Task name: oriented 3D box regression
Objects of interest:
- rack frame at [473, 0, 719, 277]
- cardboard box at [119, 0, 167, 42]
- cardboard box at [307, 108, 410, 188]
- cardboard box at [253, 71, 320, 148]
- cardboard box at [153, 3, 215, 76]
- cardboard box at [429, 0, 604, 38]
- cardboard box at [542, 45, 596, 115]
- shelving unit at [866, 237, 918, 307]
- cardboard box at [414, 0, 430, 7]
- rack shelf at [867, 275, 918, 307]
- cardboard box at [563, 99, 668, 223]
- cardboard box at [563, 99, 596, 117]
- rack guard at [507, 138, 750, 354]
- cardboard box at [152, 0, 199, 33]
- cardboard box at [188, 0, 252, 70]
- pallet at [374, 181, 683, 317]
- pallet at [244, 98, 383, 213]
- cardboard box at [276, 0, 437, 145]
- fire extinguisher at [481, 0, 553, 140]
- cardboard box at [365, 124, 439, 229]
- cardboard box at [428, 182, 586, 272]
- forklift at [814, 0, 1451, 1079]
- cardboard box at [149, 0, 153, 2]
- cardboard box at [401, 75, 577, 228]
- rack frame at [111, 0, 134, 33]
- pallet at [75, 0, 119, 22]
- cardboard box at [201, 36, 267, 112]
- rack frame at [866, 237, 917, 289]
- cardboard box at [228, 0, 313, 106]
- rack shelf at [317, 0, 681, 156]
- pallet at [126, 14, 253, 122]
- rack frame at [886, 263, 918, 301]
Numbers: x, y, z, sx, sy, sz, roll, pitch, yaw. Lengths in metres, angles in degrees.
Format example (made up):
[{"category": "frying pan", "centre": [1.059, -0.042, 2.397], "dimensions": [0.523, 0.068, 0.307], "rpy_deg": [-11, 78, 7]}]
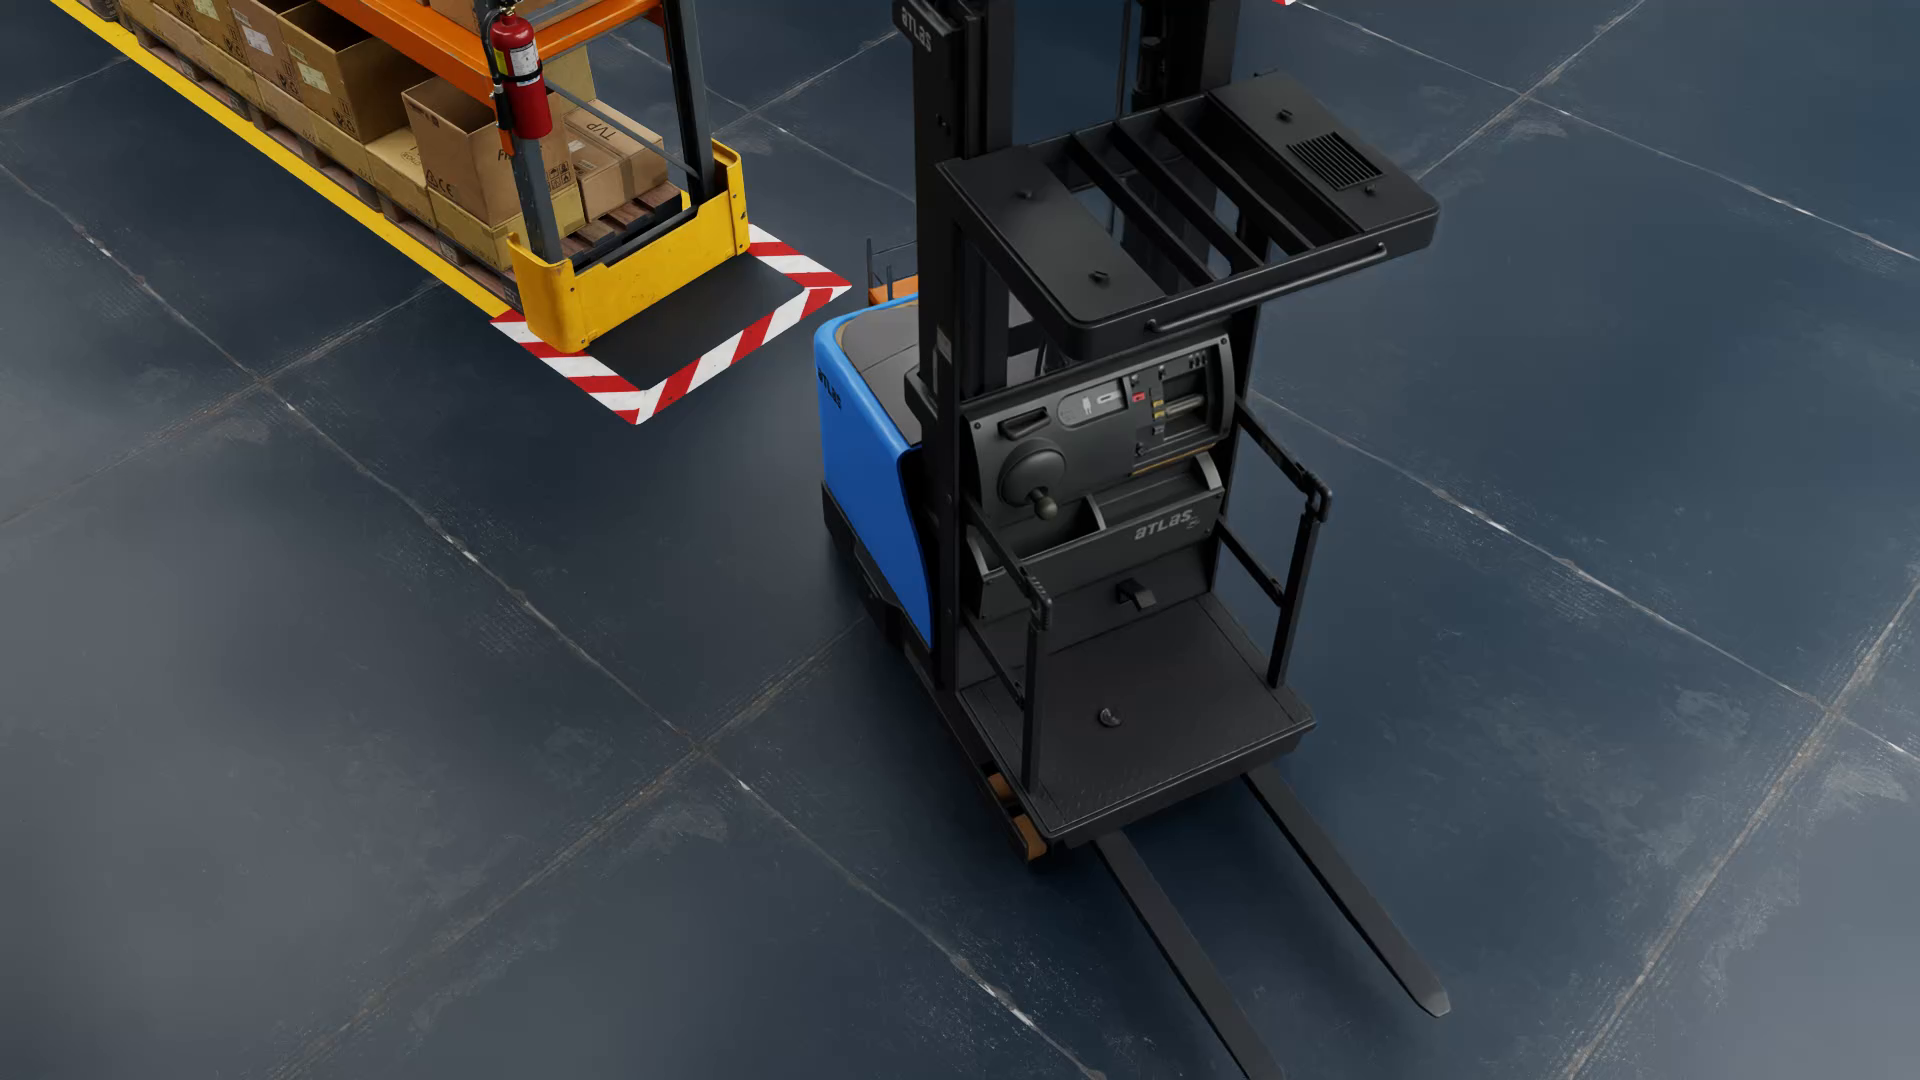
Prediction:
[{"category": "rack frame", "centre": [-1.551, -2.275, 6.937], "dimensions": [0.127, 3.000, 1.000], "rpy_deg": [34, 55, 28]}, {"category": "cardboard box", "centre": [-4.355, -3.063, 9.275], "dimensions": [0.500, 0.250, 0.500], "rpy_deg": [34, 55, 28]}, {"category": "cardboard box", "centre": [-2.889, -2.071, 8.344], "dimensions": [0.500, 0.250, 0.500], "rpy_deg": [34, 55, 28]}, {"category": "cardboard box", "centre": [-3.256, -2.319, 8.577], "dimensions": [0.500, 0.250, 0.500], "rpy_deg": [34, 55, 28]}, {"category": "cardboard box", "centre": [-3.991, -2.813, 9.040], "dimensions": [0.500, 0.250, 0.500], "rpy_deg": [34, 55, 28]}, {"category": "cardboard box", "centre": [-1.885, -2.546, 7.123], "dimensions": [0.500, 0.500, 0.700], "rpy_deg": [34, 55, 28]}, {"category": "cardboard box", "centre": [-2.163, -2.364, 8.105], "dimensions": [0.500, 0.500, 0.500], "rpy_deg": [34, 55, 28]}, {"category": "shelving unit", "centre": [-0.206, -0.708, 6.700], "dimensions": [0.258, 1.200, 0.189], "rpy_deg": [-20, 50, -18]}, {"category": "cardboard box", "centre": [-2.274, -2.804, 7.365], "dimensions": [0.500, 0.500, 0.700], "rpy_deg": [35, 56, 29]}, {"category": "rack shelf", "centre": [-0.206, -0.924, 6.470], "dimensions": [0.258, 0.103, 0.180], "rpy_deg": [-20, 50, -18]}, {"category": "cardboard box", "centre": [-1.794, -1.861, 8.147], "dimensions": [0.500, 0.250, 0.500], "rpy_deg": [34, 55, 28]}, {"category": "cardboard box", "centre": [-2.164, -2.107, 8.377], "dimensions": [0.500, 0.250, 0.500], "rpy_deg": [34, 55, 28]}, {"category": "rack guard", "centre": [-1.533, -1.407, 7.837], "dimensions": [0.348, 0.500, 1.175], "rpy_deg": [34, 55, 28]}, {"category": "cardboard box", "centre": [-3.989, -3.072, 8.769], "dimensions": [0.500, 0.500, 0.500], "rpy_deg": [34, 55, 28]}, {"category": "cardboard box", "centre": [-3.627, -2.820, 8.533], "dimensions": [0.500, 0.500, 0.500], "rpy_deg": [34, 55, 28]}, {"category": "pallet", "centre": [-2.141, -1.676, 8.287], "dimensions": [1.213, 0.211, 1.003], "rpy_deg": [34, 55, 28]}, {"category": "pallet", "centre": [-3.033, -2.279, 8.853], "dimensions": [1.213, 0.211, 1.003], "rpy_deg": [34, 55, 28]}, {"category": "cardboard box", "centre": [-2.892, -2.326, 8.069], "dimensions": [0.500, 0.500, 0.500], "rpy_deg": [34, 55, 28]}, {"category": "fire extinguisher", "centre": [-1.779, -1.941, 6.676], "dimensions": [0.183, 0.674, 0.296], "rpy_deg": [34, 55, 28]}, {"category": "cardboard box", "centre": [-2.521, -1.825, 8.112], "dimensions": [0.500, 0.250, 0.500], "rpy_deg": [34, 55, 28]}, {"category": "cardboard box", "centre": [-2.145, -1.584, 7.886], "dimensions": [0.500, 0.250, 0.500], "rpy_deg": [34, 55, 28]}, {"category": "forklift", "centre": [0.554, -0.264, 5.096], "dimensions": [1.130, 2.935, 3.031], "rpy_deg": [-20, 50, -18]}, {"category": "cardboard box", "centre": [-4.362, -3.315, 8.997], "dimensions": [0.500, 0.500, 0.500], "rpy_deg": [34, 55, 28]}, {"category": "cardboard box", "centre": [-2.147, -1.840, 7.612], "dimensions": [0.500, 0.500, 0.500], "rpy_deg": [34, 55, 28]}, {"category": "rack frame", "centre": [-4.490, -4.252, 8.794], "dimensions": [0.127, 3.000, 1.000], "rpy_deg": [34, 55, 28]}, {"category": "pallet", "centre": [-5.058, -3.641, 10.133], "dimensions": [1.213, 0.211, 1.003], "rpy_deg": [34, 55, 28]}, {"category": "cardboard box", "centre": [-3.627, -2.563, 8.806], "dimensions": [0.500, 0.250, 0.500], "rpy_deg": [34, 55, 28]}, {"category": "rack frame", "centre": [-0.247, -0.768, 6.756], "dimensions": [0.240, 1.200, 0.006], "rpy_deg": [-20, 50, -18]}, {"category": "cardboard box", "centre": [-3.258, -2.574, 8.301], "dimensions": [0.500, 0.500, 0.500], "rpy_deg": [34, 55, 28]}, {"category": "rack shelf", "centre": [-3.021, -3.017, 8.127], "dimensions": [4.000, 0.370, 1.077], "rpy_deg": [34, 55, 28]}, {"category": "pallet", "centre": [-3.934, -2.882, 9.420], "dimensions": [1.213, 0.211, 1.003], "rpy_deg": [34, 55, 28]}, {"category": "rack frame", "centre": [-0.165, -0.649, 6.644], "dimensions": [0.240, 1.200, 0.006], "rpy_deg": [-20, 50, -18]}]
